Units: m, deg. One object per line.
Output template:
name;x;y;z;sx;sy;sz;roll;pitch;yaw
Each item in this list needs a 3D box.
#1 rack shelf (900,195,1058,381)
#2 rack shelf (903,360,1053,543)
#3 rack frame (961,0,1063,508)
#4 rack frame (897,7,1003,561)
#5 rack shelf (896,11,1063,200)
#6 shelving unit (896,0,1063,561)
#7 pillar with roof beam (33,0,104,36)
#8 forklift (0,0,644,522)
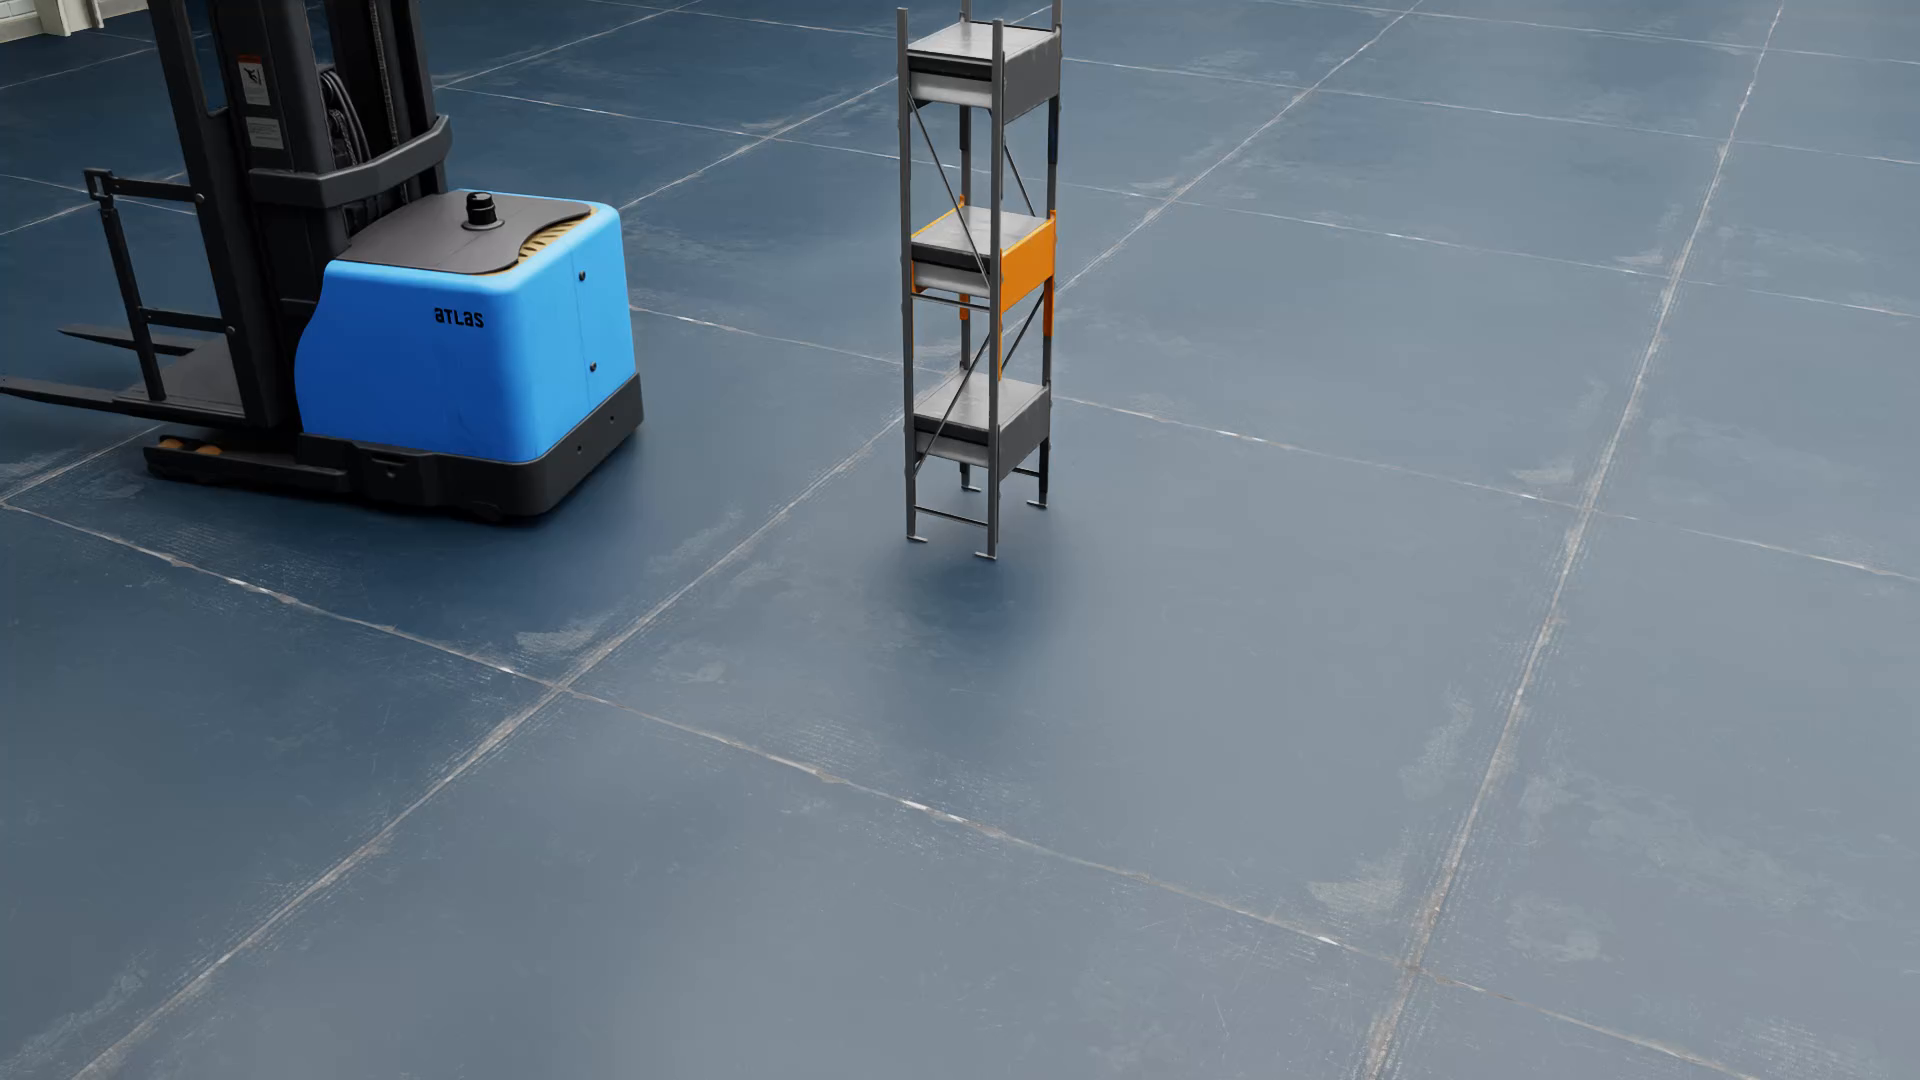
rack shelf;0.075;-0.972;6.362;0.431;0.518;0.480;14;33;23
rack shelf;0.075;-0.365;6.710;0.431;0.518;0.480;14;33;23
rack frame;0.187;-1.092;6.543;0.400;2.100;0.015;14;33;23
rack frame;-0.036;-0.876;6.167;0.400;2.100;0.015;14;33;23
rack shelf;0.075;-1.579;6.013;0.431;0.518;0.480;14;33;23
shelving unit;0.075;-0.984;6.355;0.431;2.100;0.503;14;33;23
pillar with roof beam;-3.898;-7.375;10.556;9.100;9.000;0.400;14;33;23
forklift;-3.012;-1.754;6.861;3.031;2.935;1.130;8;31;14
